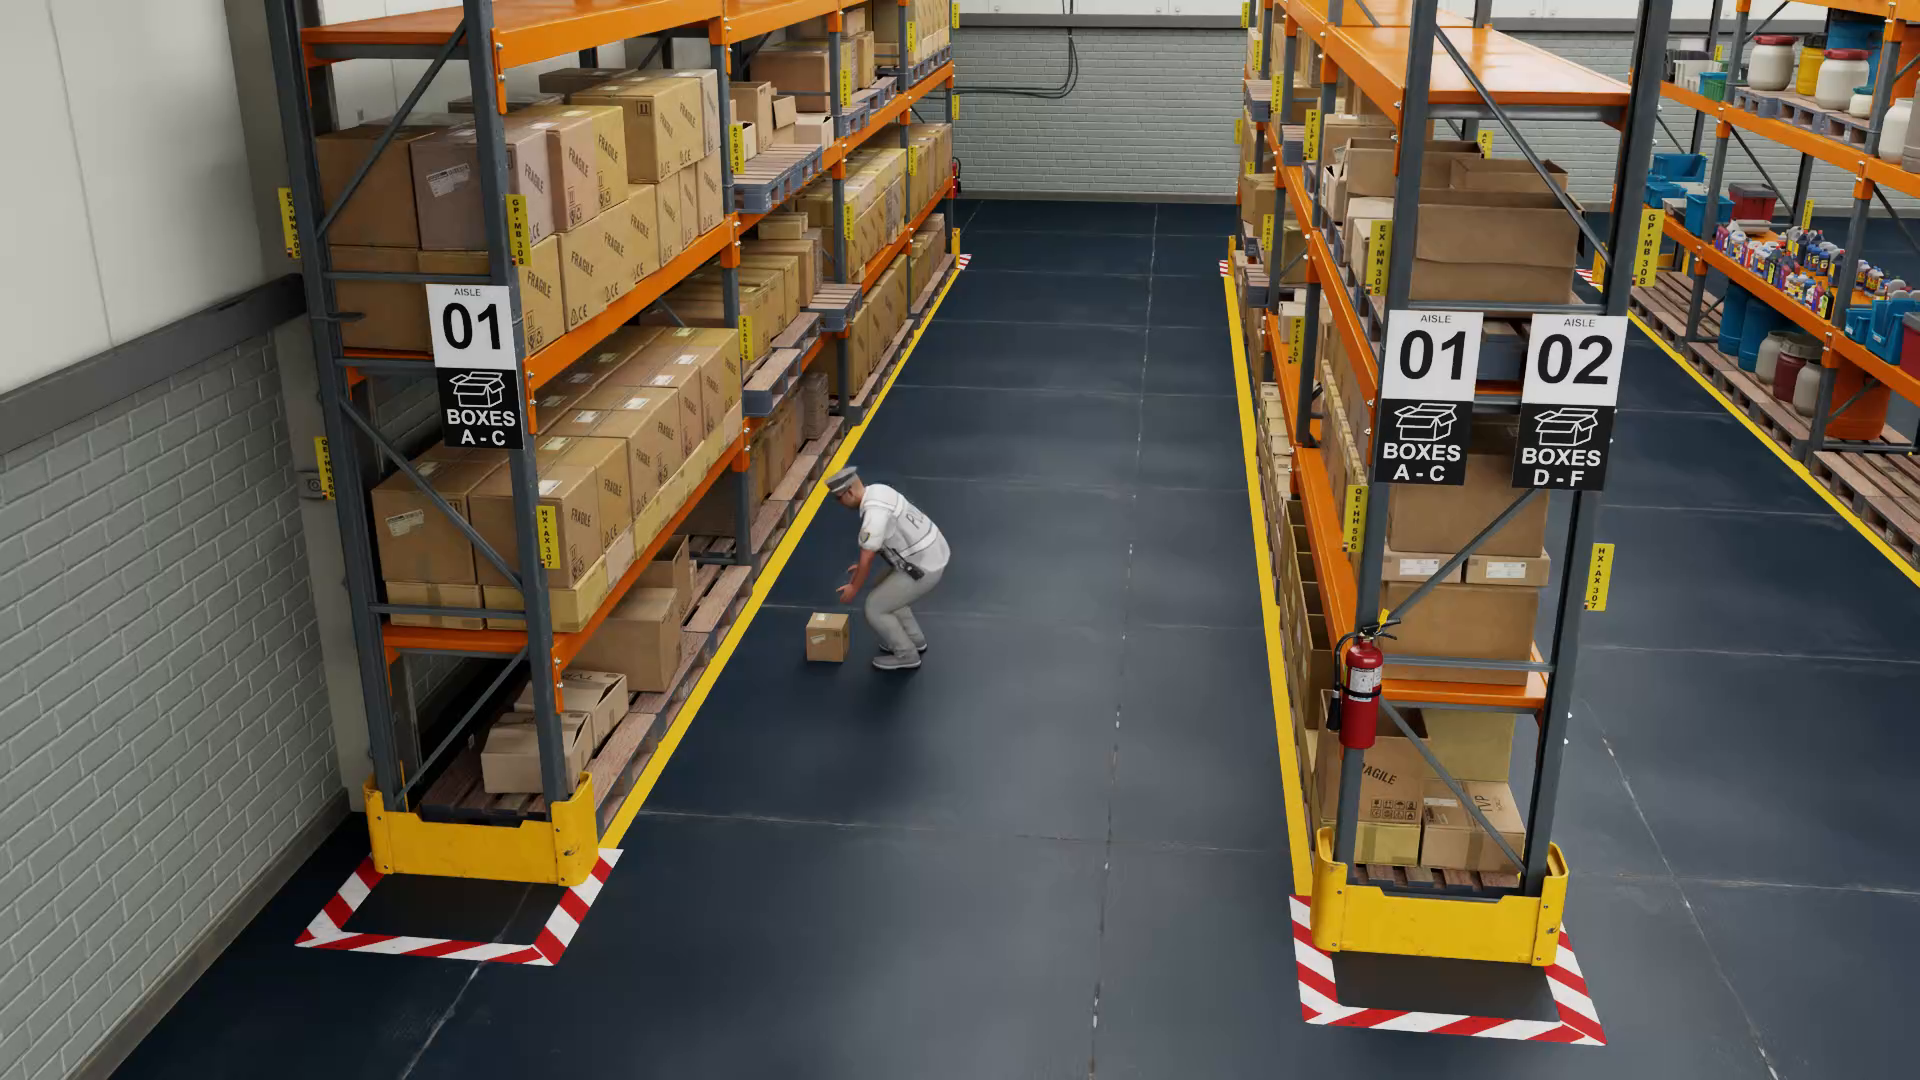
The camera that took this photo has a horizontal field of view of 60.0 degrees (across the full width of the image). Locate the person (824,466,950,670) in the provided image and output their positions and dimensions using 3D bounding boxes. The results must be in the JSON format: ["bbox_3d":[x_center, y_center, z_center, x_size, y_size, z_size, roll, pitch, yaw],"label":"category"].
[{"bbox_3d":[-0.487,0.176,11.142,0.826,1.381,0.590,2,21,6],"label":"person"}]
